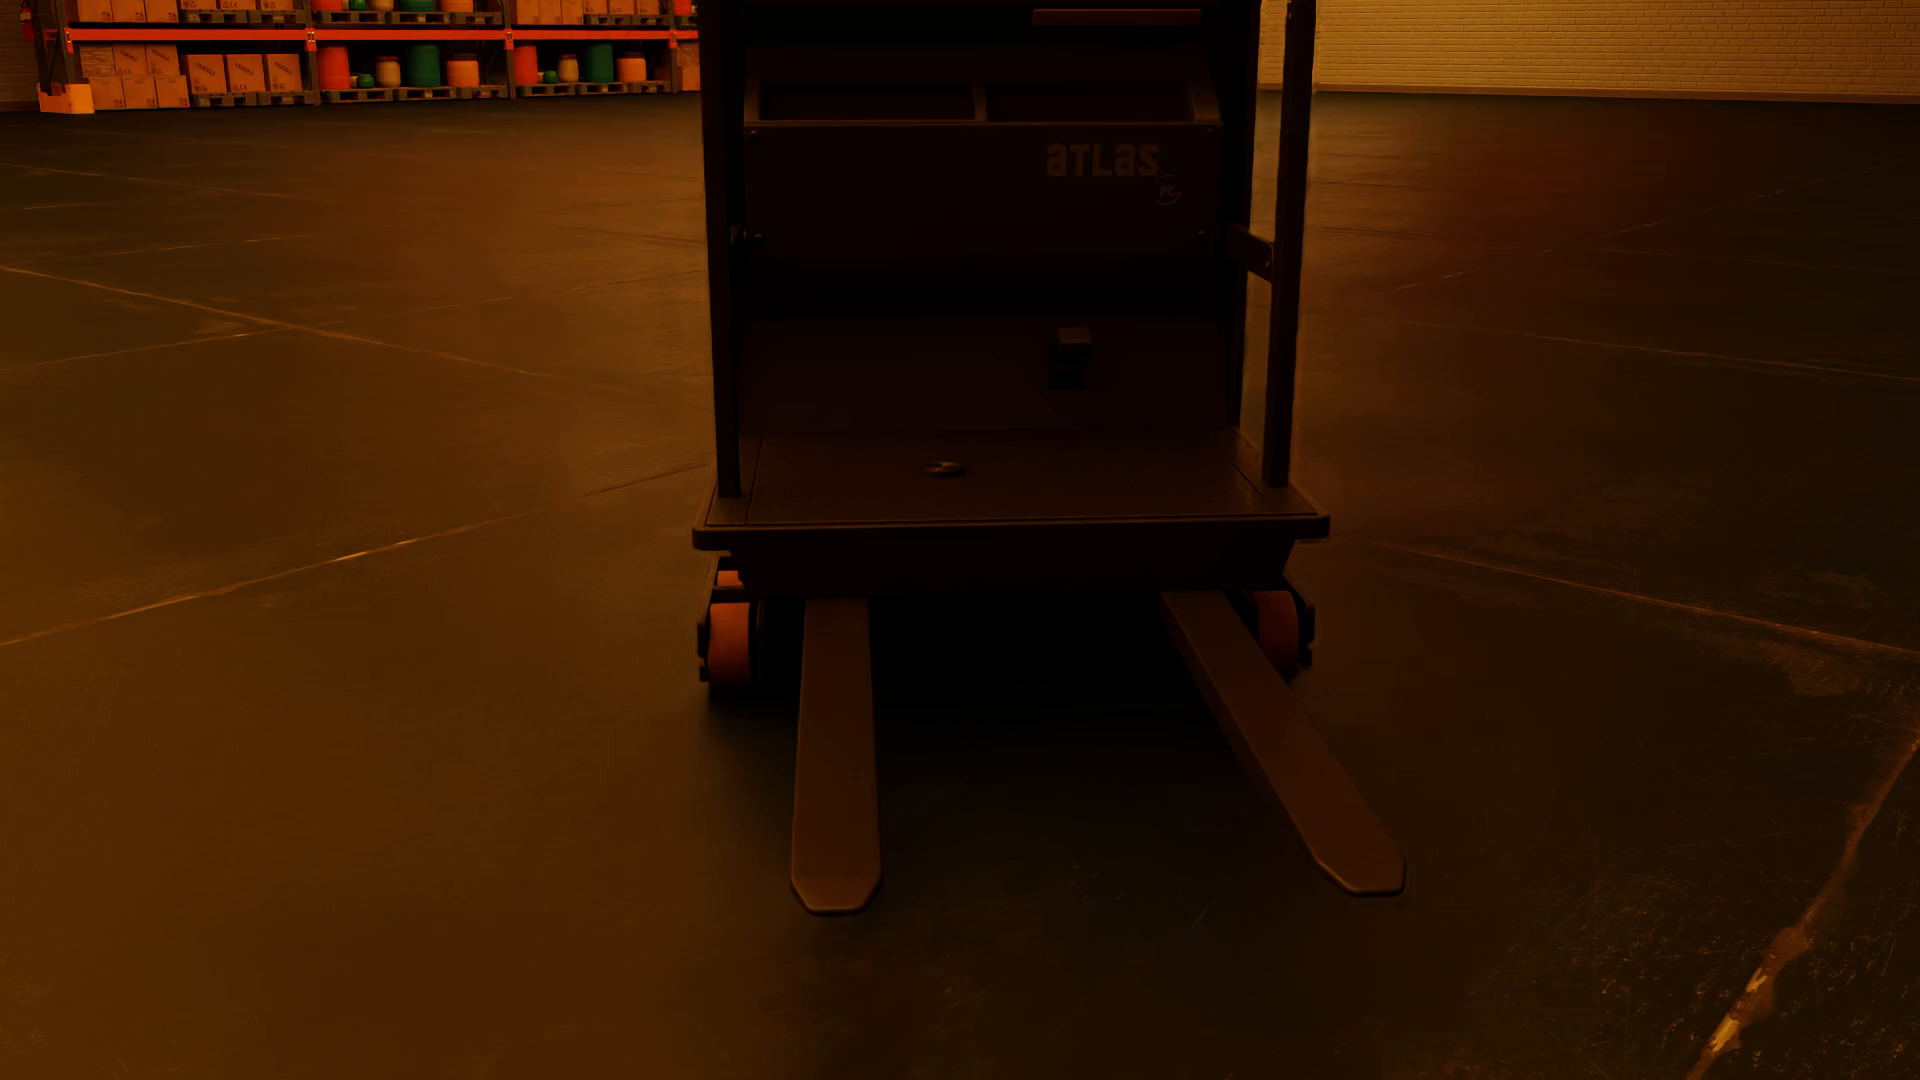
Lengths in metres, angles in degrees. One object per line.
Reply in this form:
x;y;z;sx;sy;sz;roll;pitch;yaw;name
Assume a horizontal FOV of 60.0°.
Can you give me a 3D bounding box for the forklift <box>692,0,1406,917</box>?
0.062;-1.226;2.934;1.130;2.935;3.031;-1;17;-4;forklift
